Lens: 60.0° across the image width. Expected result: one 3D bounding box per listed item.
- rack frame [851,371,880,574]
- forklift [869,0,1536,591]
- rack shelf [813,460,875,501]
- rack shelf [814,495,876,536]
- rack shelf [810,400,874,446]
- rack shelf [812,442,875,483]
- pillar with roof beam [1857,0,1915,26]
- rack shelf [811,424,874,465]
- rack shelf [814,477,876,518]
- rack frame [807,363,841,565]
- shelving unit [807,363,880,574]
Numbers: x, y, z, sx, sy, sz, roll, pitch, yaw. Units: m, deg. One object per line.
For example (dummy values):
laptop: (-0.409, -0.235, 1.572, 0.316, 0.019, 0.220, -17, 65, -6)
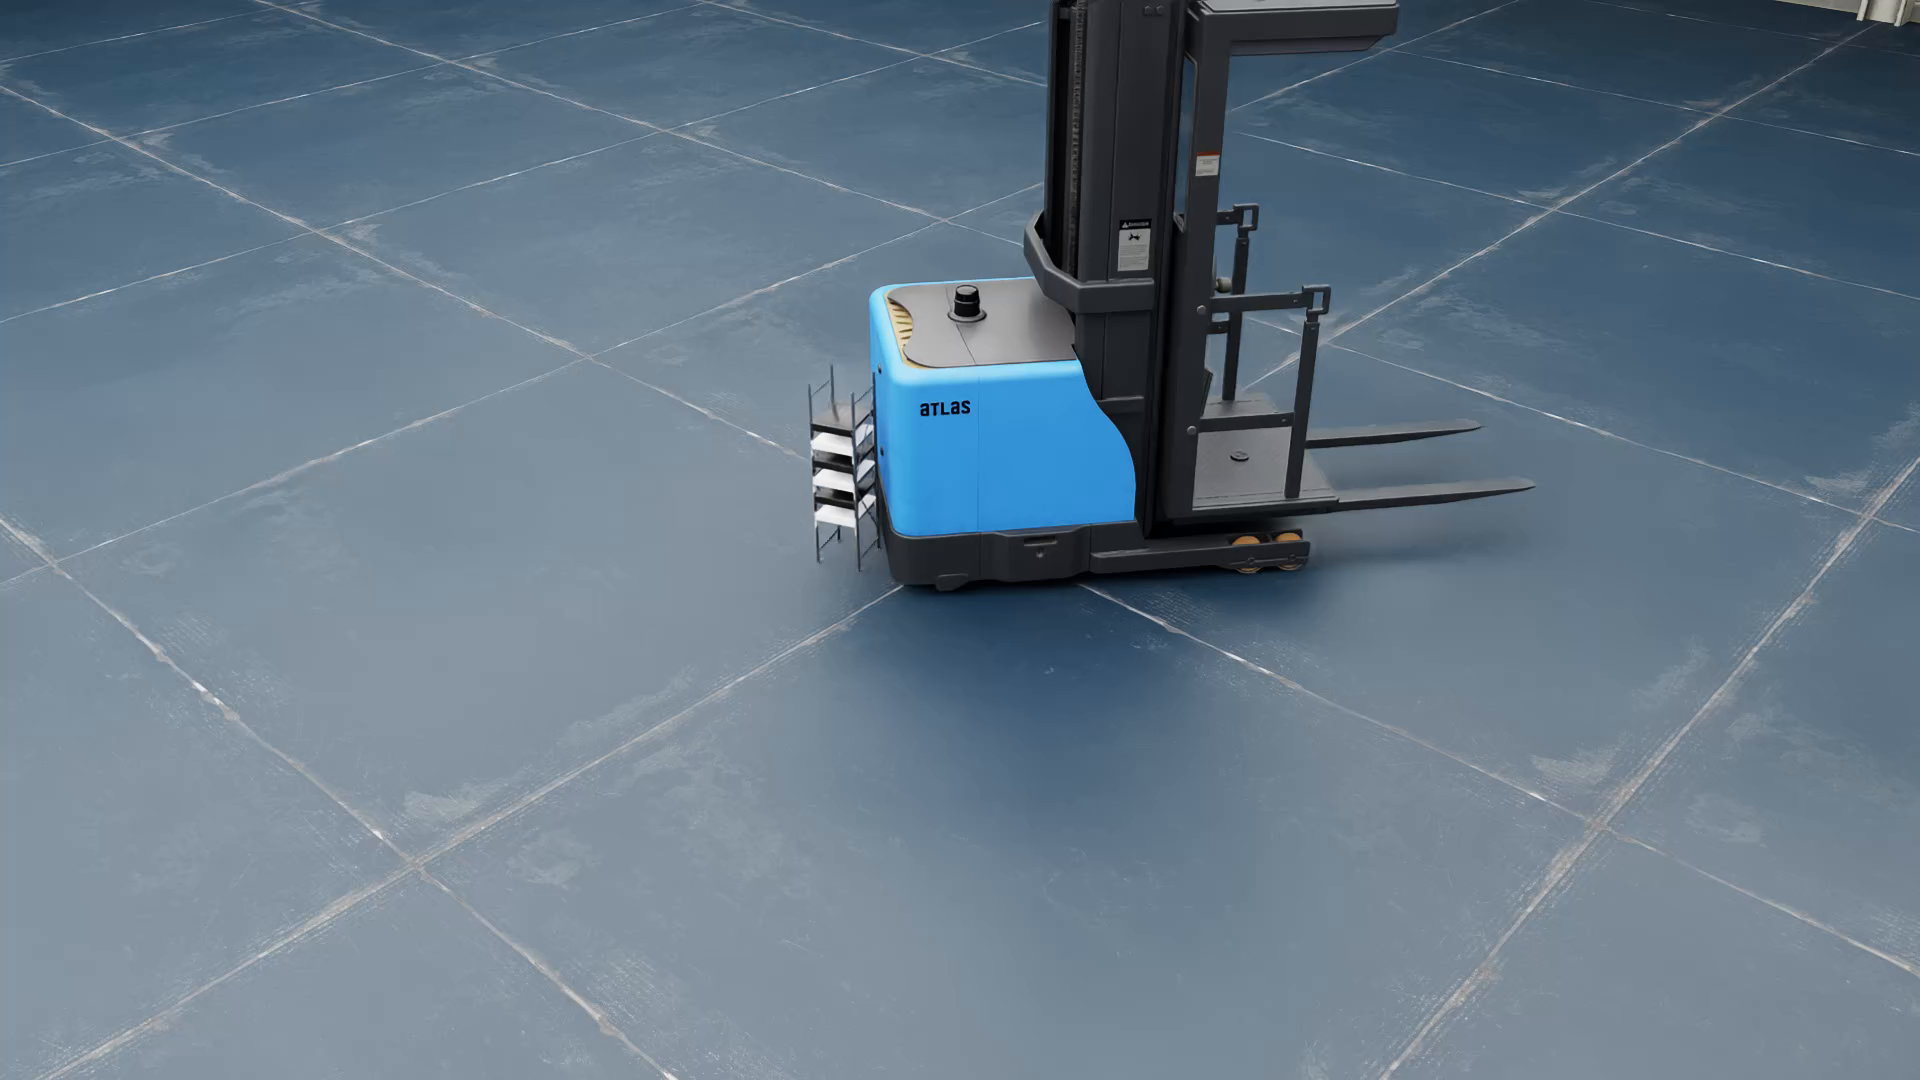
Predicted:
rack frame: (-0.416, -0.292, 7.363, 0.006, 0.900, 0.240, 12, 33, 19)
forklift: (1.135, -1.370, 7.184, 3.031, 2.935, 1.130, -4, 31, -7)
rack shelf: (-0.510, -0.283, 7.413, 0.200, 0.077, 0.258, 12, 33, 19)
rack shelf: (-0.510, -0.129, 7.505, 0.200, 0.077, 0.258, 12, 33, 19)
rack shelf: (-0.510, -0.515, 7.273, 0.200, 0.077, 0.258, 12, 33, 19)
rack shelf: (-0.510, -0.360, 7.366, 0.200, 0.077, 0.258, 12, 33, 19)
pillar with roof beam: (6.062, -7.252, 11.071, 0.400, 9.000, 9.100, 25, 39, 35)
rack shelf: (-0.510, -0.437, 7.320, 0.200, 0.077, 0.258, 12, 33, 19)
rack shelf: (-0.510, -0.206, 7.459, 0.200, 0.077, 0.258, 12, 33, 19)
rack frame: (-0.604, -0.331, 7.428, 0.006, 0.900, 0.240, 12, 33, 19)
shelving unit: (-0.510, -0.312, 7.395, 0.210, 0.900, 0.258, 12, 33, 19)
